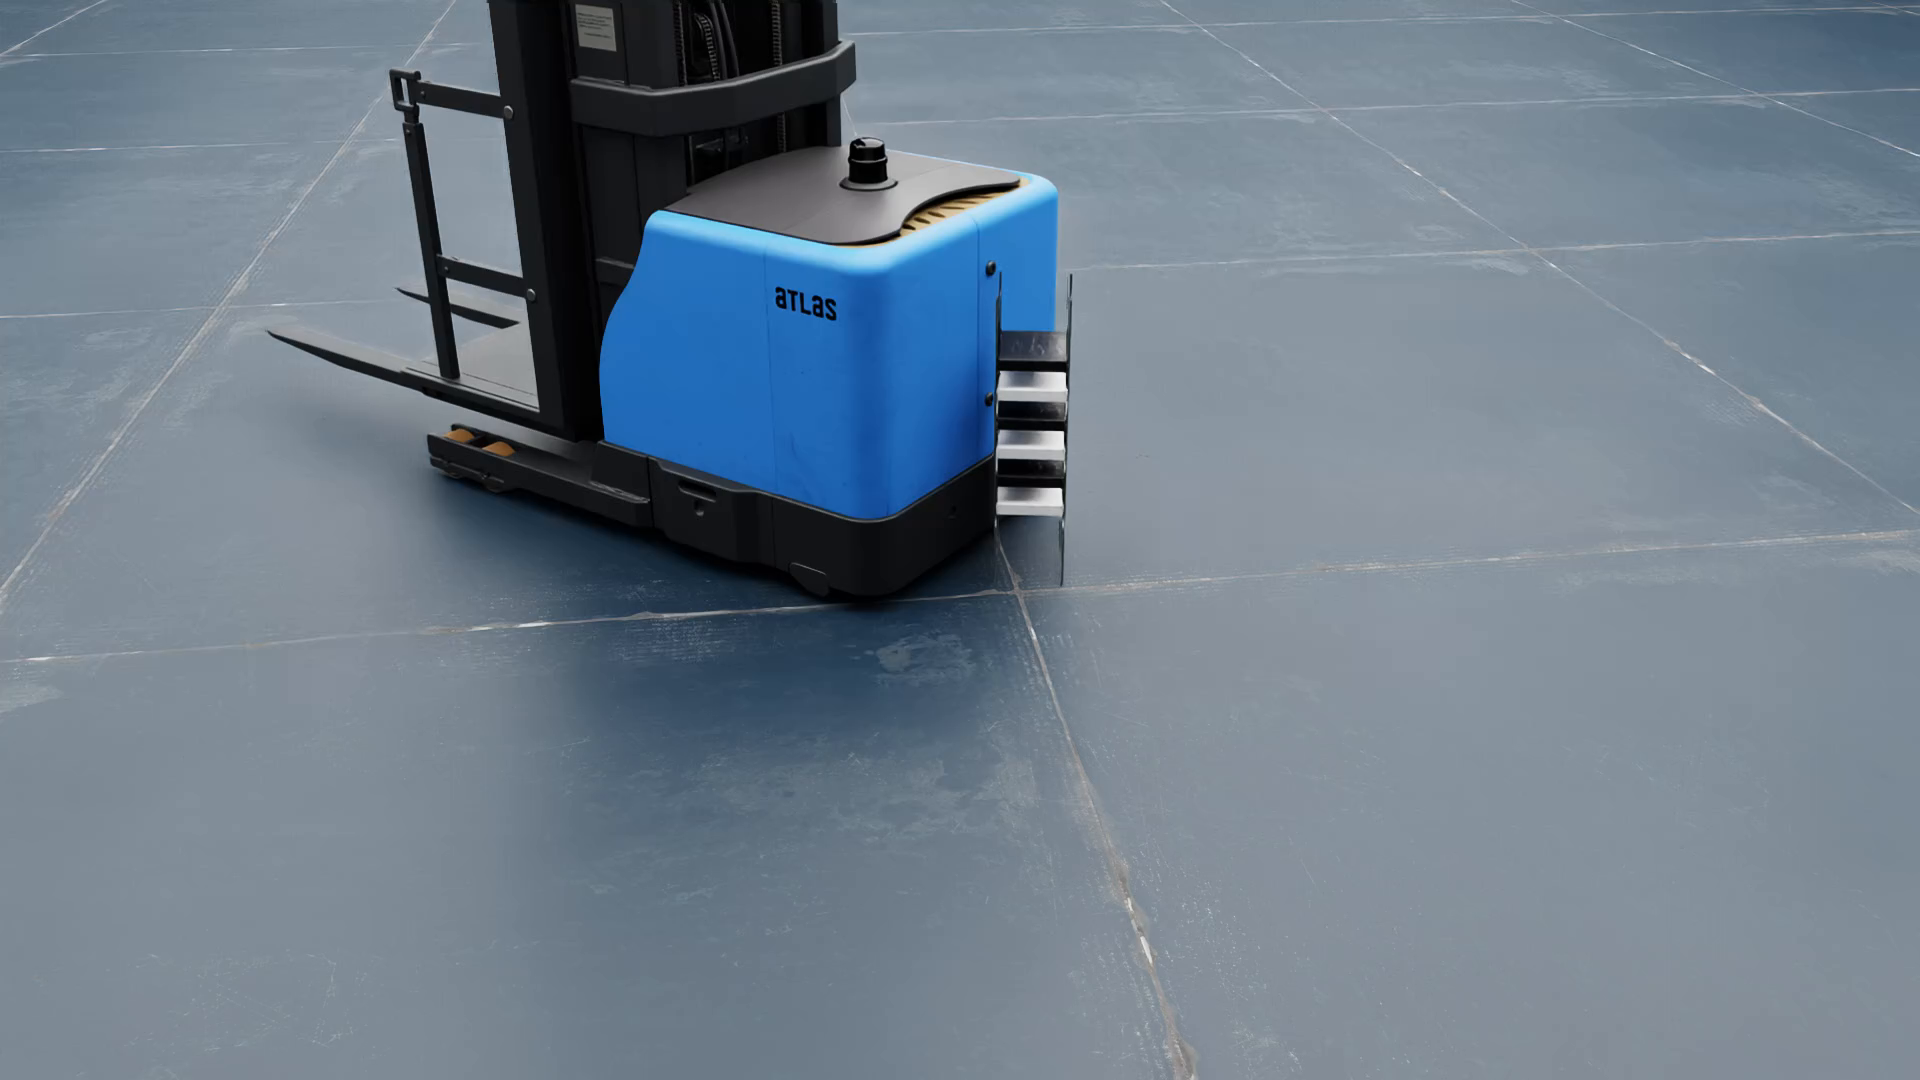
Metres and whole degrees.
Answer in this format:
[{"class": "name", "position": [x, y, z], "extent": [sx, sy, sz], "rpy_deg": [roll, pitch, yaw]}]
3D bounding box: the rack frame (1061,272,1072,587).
[{"class": "rack frame", "position": [0.312, -0.314, 4.875], "extent": [0.006, 0.900, 0.240], "rpy_deg": [2, 27, 3]}]

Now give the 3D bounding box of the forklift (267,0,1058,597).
[{"class": "forklift", "position": [-1.193, -1.644, 5.243], "extent": [3.031, 2.935, 1.130], "rpy_deg": [17, 32, 30]}]

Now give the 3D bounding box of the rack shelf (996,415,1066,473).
[{"class": "rack shelf", "position": [0.211, -0.287, 4.896], "extent": [0.200, 0.077, 0.258], "rpy_deg": [2, 27, 3]}]

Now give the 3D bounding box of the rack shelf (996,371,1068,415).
[{"class": "rack shelf", "position": [0.211, -0.447, 4.814], "extent": [0.200, 0.077, 0.258], "rpy_deg": [2, 27, 3]}]

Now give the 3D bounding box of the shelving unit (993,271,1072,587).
[{"class": "shelving unit", "position": [0.211, -0.317, 4.881], "extent": [0.210, 0.900, 0.258], "rpy_deg": [2, 27, 3]}]

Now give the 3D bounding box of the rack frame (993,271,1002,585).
[{"class": "rack frame", "position": [0.110, -0.320, 4.887], "extent": [0.006, 0.900, 0.240], "rpy_deg": [2, 27, 3]}]

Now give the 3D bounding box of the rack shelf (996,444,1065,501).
[{"class": "rack shelf", "position": [0.211, -0.207, 4.937], "extent": [0.200, 0.077, 0.258], "rpy_deg": [2, 27, 3]}]

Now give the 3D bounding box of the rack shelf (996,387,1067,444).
[{"class": "rack shelf", "position": [0.211, -0.367, 4.855], "extent": [0.200, 0.077, 0.258], "rpy_deg": [2, 27, 3]}]

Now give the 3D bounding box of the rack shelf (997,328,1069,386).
[{"class": "rack shelf", "position": [0.211, -0.527, 4.773], "extent": [0.200, 0.077, 0.258], "rpy_deg": [2, 27, 3]}]

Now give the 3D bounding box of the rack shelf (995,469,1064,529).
[{"class": "rack shelf", "position": [0.211, -0.127, 4.979], "extent": [0.200, 0.077, 0.258], "rpy_deg": [2, 27, 3]}]
